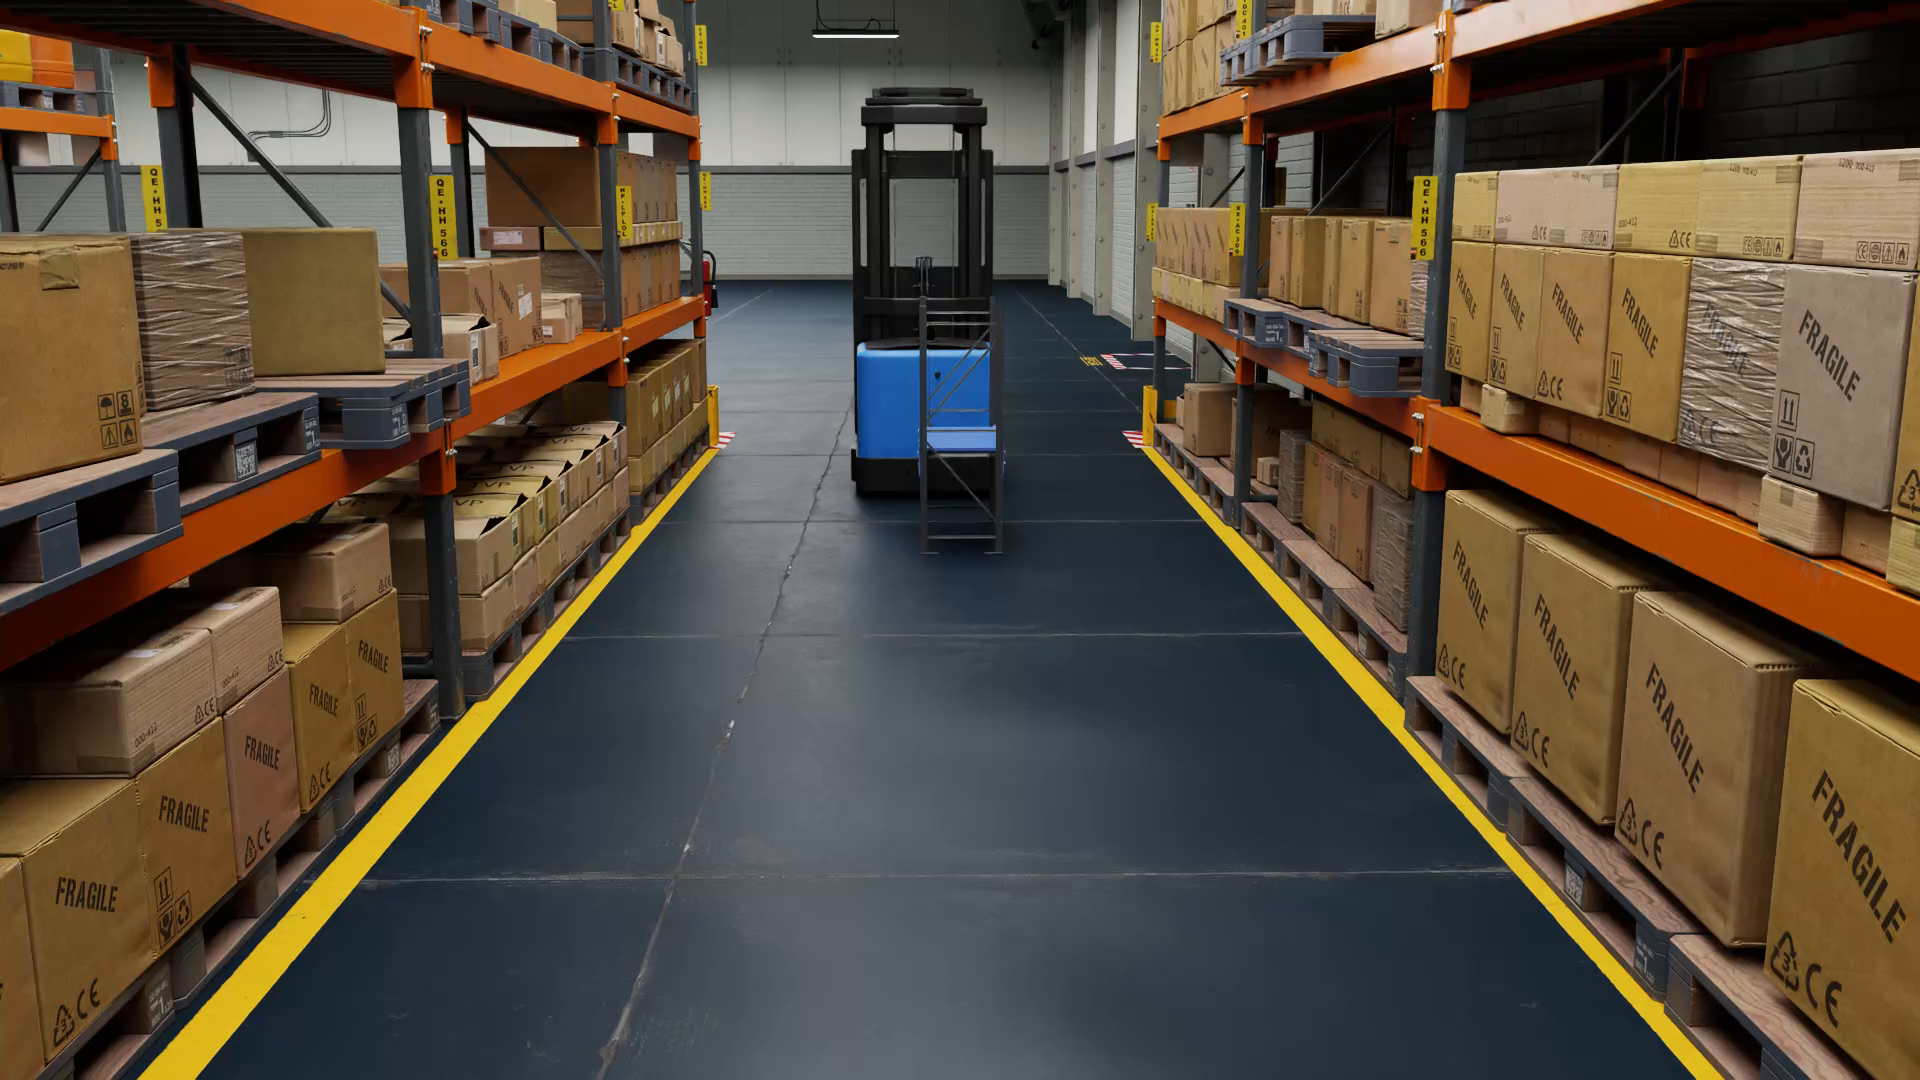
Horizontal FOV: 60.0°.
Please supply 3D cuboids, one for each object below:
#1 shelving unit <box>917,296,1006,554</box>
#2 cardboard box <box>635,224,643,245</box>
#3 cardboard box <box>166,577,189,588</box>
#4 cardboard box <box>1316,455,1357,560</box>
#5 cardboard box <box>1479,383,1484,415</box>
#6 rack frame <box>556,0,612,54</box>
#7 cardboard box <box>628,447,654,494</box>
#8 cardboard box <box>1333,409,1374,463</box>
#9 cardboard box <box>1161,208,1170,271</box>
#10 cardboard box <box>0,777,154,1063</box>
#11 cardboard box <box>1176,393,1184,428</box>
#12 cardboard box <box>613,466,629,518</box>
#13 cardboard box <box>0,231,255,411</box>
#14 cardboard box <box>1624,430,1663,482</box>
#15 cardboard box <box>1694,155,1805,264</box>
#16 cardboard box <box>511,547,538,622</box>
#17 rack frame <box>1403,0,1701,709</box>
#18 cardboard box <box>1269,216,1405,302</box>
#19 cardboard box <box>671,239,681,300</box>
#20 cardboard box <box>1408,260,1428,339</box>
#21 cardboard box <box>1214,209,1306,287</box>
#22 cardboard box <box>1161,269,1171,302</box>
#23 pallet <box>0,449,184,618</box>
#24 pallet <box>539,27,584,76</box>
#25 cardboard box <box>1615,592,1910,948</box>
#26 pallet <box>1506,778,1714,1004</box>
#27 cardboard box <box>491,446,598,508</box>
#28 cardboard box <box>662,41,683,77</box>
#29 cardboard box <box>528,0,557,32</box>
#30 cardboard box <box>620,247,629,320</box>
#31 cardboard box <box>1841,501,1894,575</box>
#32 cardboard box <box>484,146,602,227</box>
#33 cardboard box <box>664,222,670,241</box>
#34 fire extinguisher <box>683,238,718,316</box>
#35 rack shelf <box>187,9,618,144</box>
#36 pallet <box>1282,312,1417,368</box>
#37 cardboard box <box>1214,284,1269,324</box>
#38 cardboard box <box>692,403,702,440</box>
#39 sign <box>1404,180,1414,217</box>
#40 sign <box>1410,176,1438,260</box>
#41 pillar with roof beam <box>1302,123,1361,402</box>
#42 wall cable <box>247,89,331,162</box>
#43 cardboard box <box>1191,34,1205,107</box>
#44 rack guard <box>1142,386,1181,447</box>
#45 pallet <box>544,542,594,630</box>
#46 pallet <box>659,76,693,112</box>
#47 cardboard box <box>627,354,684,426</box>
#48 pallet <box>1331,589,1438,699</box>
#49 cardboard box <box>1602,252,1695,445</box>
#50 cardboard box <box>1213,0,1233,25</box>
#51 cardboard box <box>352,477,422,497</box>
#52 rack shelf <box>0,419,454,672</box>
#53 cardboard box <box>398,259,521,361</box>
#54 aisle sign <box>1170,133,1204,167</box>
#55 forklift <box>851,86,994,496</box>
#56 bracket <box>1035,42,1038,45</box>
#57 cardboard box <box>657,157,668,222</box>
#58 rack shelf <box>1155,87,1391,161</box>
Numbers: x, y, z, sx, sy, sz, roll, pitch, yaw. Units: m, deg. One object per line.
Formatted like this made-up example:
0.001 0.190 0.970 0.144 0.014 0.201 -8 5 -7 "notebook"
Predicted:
-0.002 -0.752 10.494 0.538 1.500 1.048 0 11 -1 "shelving unit"
-2.495 -2.201 11.980 0.380 0.149 0.250 -1 11 -3 "cardboard box"
-2.846 0.373 6.358 0.500 0.500 0.500 0 11 1 "cardboard box"
2.363 -0.185 9.107 0.700 0.500 0.500 0 11 -1 "cardboard box"
2.154 -0.520 6.158 0.380 0.149 0.250 0 11 0 "cardboard box"
-2.653 -4.464 9.928 1.000 3.000 0.127 0 11 -1 "rack frame"
-2.359 -0.475 11.217 0.500 0.250 0.500 0 11 -1 "cardboard box"
2.359 -0.566 9.097 0.500 0.250 0.500 -1 11 -3 "cardboard box"
1.927 -2.449 13.528 0.500 0.500 0.500 0 11 -1 "cardboard box"
-2.276 0.873 3.892 0.500 0.500 0.500 0 11 0 "cardboard box"
2.141 -1.100 14.092 0.500 0.311 0.500 -2 12 -8 "cardboard box"
-2.354 -0.301 10.356 0.500 0.250 0.500 0 11 -2 "cardboard box"
-2.616 -0.676 5.039 0.700 0.500 0.500 2 12 10 "cardboard box"
2.200 -0.265 4.902 0.380 0.149 0.250 0 11 -1 "cardboard box"
2.188 -0.821 4.128 0.500 0.250 0.500 0 11 0 "cardboard box"
-2.299 0.208 7.849 0.500 0.250 0.500 -1 11 -3 "cardboard box"
2.382 -0.750 6.709 1.000 3.000 0.127 0 11 -1 "rack frame"
2.276 -1.708 10.076 0.700 0.500 0.500 0 11 -1 "cardboard box"
-2.739 -2.275 13.976 0.700 0.500 0.500 0 11 -1 "cardboard box"
2.363 -1.108 7.116 0.700 0.500 0.500 -2 12 -8 "cardboard box"
1.981 -1.941 11.024 0.500 0.500 0.500 0 11 -1 "cardboard box"
1.935 -2.075 13.568 0.500 0.250 0.500 -1 11 -3 "cardboard box"
-2.395 0.001 3.490 1.003 0.211 1.213 0 11 -1 "pallet"
-2.622 -2.725 9.382 0.805 0.209 1.217 -1 11 -3 "pallet"
2.300 0.588 4.467 0.750 0.750 0.750 0 11 1 "cardboard box"
2.346 1.016 5.020 1.003 0.211 1.213 0 11 -1 "pallet"
-2.333 -0.375 9.311 0.500 0.311 0.500 0 11 -1 "cardboard box"
-2.448 -3.762 12.982 0.500 0.250 0.500 0 11 -1 "cardboard box"
-2.650 -3.003 9.596 0.500 0.250 0.500 1 12 5 "cardboard box"
-2.686 -1.766 11.466 0.700 0.500 0.500 0 11 -2 "cardboard box"
2.186 -0.009 3.640 0.380 0.149 0.250 0 11 1 "cardboard box"
-2.668 -2.297 10.821 0.700 0.500 0.500 0 11 -1 "cardboard box"
-2.522 -2.458 13.246 0.380 0.149 0.250 0 11 0 "cardboard box"
-2.273 -2.306 14.577 0.296 0.674 0.183 0 11 -1 "fire extinguisher"
-2.611 -2.244 8.338 1.077 0.370 4.000 0 11 -1 "rack shelf"
2.301 -1.049 8.667 1.003 0.211 1.213 0 11 -1 "pallet"
1.987 -1.574 11.100 0.500 0.250 0.500 0 11 -1 "cardboard box"
-2.407 -0.972 13.667 0.500 0.250 0.500 0 11 -1 "cardboard box"
2.855 -2.115 10.528 0.100 0.325 0.005 0 11 -1 "sign"
1.840 -1.274 6.582 0.100 0.325 0.005 0 11 -1 "sign"
-1.208 -5.127 13.196 9.100 9.000 0.400 0 11 -1 "pillar with roof beam"
-18.264 -13.272 44.792 2.305 6.003 0.169 0 11 -1 "wall cable"
1.997 -3.485 12.345 0.500 0.500 0.500 0 11 2 "cardboard box"
2.219 -1.100 14.722 1.175 0.500 0.348 0 11 -1 "rack guard"
-2.570 0.232 8.883 1.003 0.211 1.213 0 11 -1 "pallet"
-2.747 -3.605 13.461 1.003 0.211 1.213 0 11 -1 "pallet"
-2.383 -1.141 12.612 0.500 0.500 0.500 0 11 -1 "cardboard box"
2.368 0.462 7.752 1.003 0.211 1.213 0 11 -1 "pallet"
2.166 -0.550 4.677 0.500 0.500 0.500 0 11 0 "cardboard box"
1.996 -3.772 11.244 0.500 0.500 0.500 0 11 2 "cardboard box"
-2.852 -0.168 8.293 0.500 0.311 0.500 0 11 -2 "cardboard box"
-2.529 0.022 4.717 1.077 0.370 4.000 0 11 -1 "rack shelf"
-2.632 -1.216 8.755 0.500 0.500 0.500 0 11 -1 "cardboard box"
1.916 -3.627 14.354 0.394 0.787 0.004 0 11 -1 "aisle sign"
-0.298 -2.003 13.059 1.130 2.935 3.031 -1 11 -3 "forklift"
2.076 -13.307 44.463 0.076 0.066 3.189 0 11 -1 "bracket"
-2.721 -2.796 13.280 0.700 0.500 0.500 -1 11 -3 "cardboard box"
2.258 -3.060 12.362 1.077 0.370 4.000 0 11 -1 "rack shelf"
